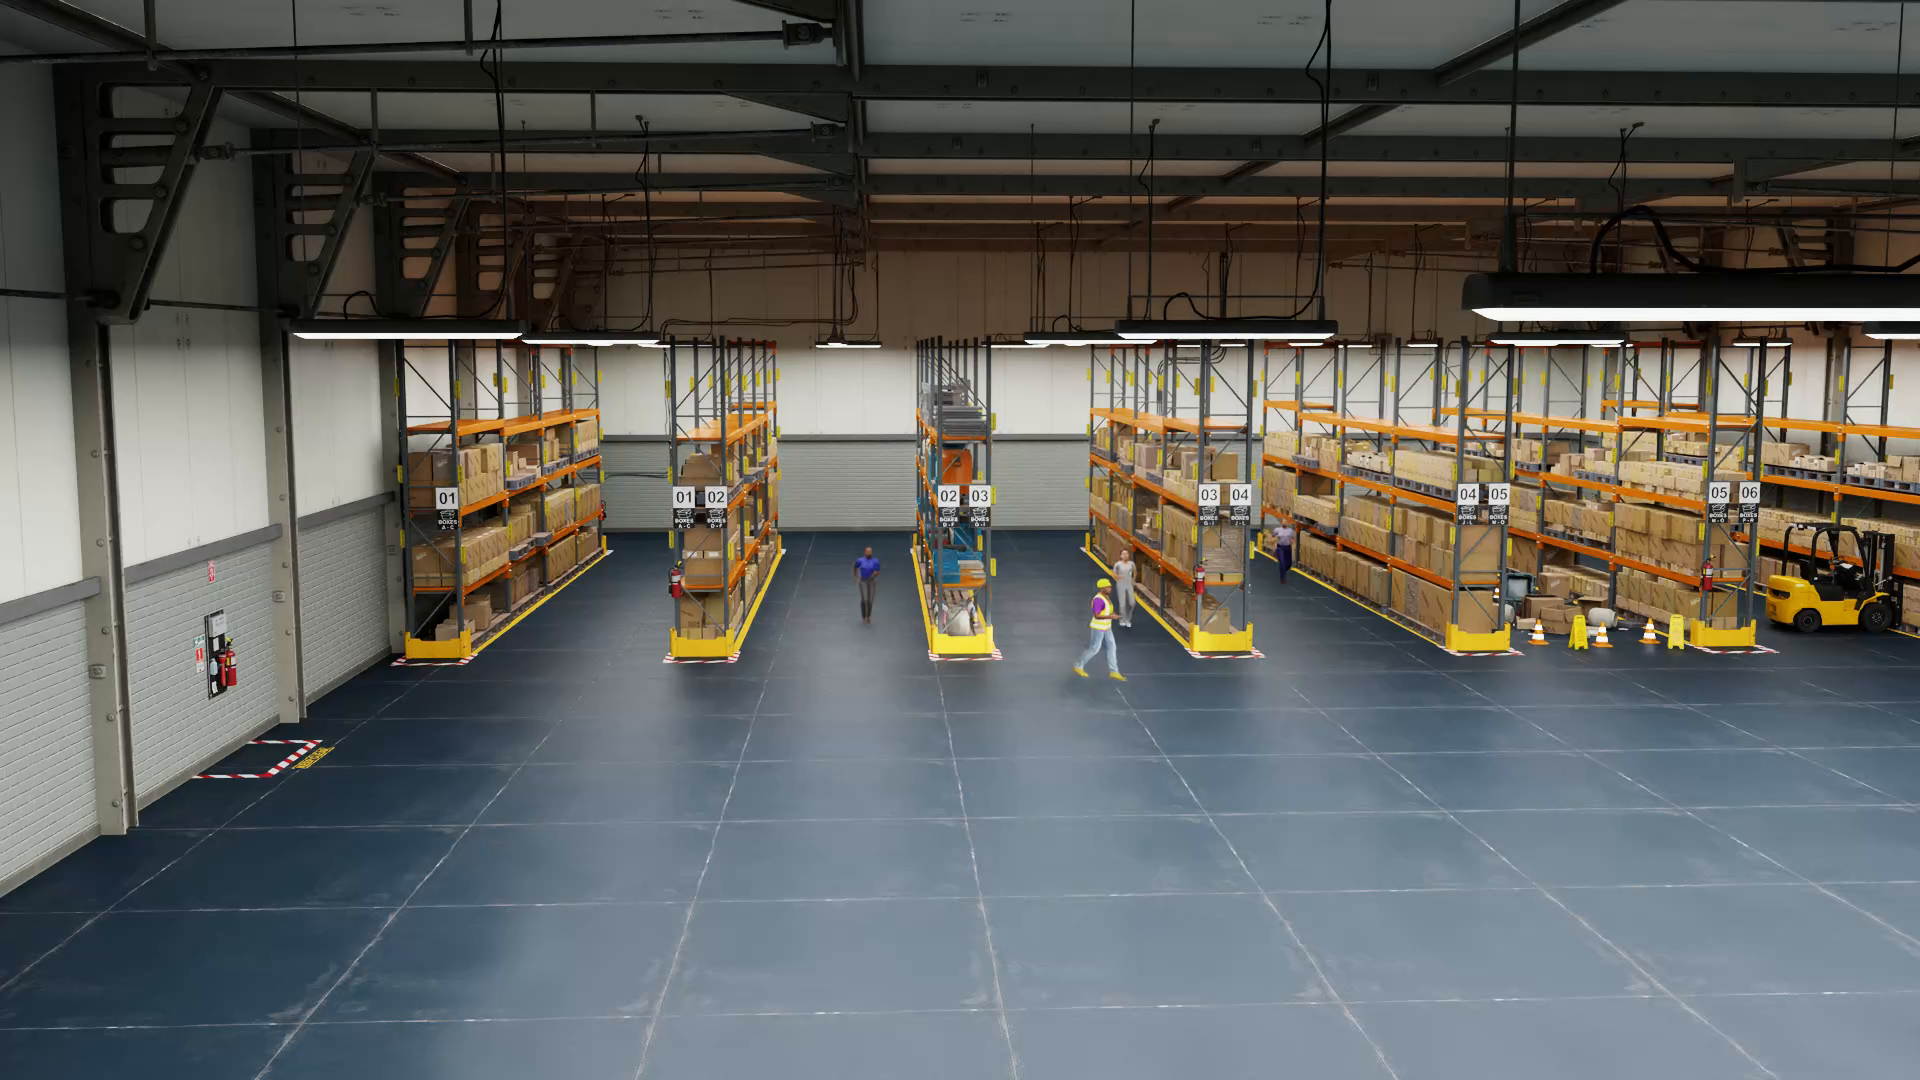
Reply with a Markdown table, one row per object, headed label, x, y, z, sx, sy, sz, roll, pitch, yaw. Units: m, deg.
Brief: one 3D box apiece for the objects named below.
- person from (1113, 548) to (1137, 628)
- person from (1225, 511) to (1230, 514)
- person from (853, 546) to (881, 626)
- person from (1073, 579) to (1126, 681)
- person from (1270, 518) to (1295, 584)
| label | x | y | z | sx | sy | sz | roll | pitch | yaw |
| --- | --- | --- | --- | --- | --- | --- | --- | --- | --- |
| person | 3.427 | 1.009 | 34.338 | 0.548 | 1.644 | 0.616 | -1 | 7 | -6 |
| person | 7.400 | -0.435 | 46.772 | 0.687 | 1.711 | 0.553 | 1 | 7 | 10 |
| person | -1.931 | 0.969 | 34.795 | 0.536 | 1.677 | 0.788 | -1 | 7 | -12 |
| person | 2.427 | 1.552 | 28.908 | 0.935 | 1.781 | 0.654 | 3 | 7 | 25 |
| person | 8.002 | 0.248 | 41.176 | 0.620 | 1.611 | 0.803 | -1 | 7 | -6 |
